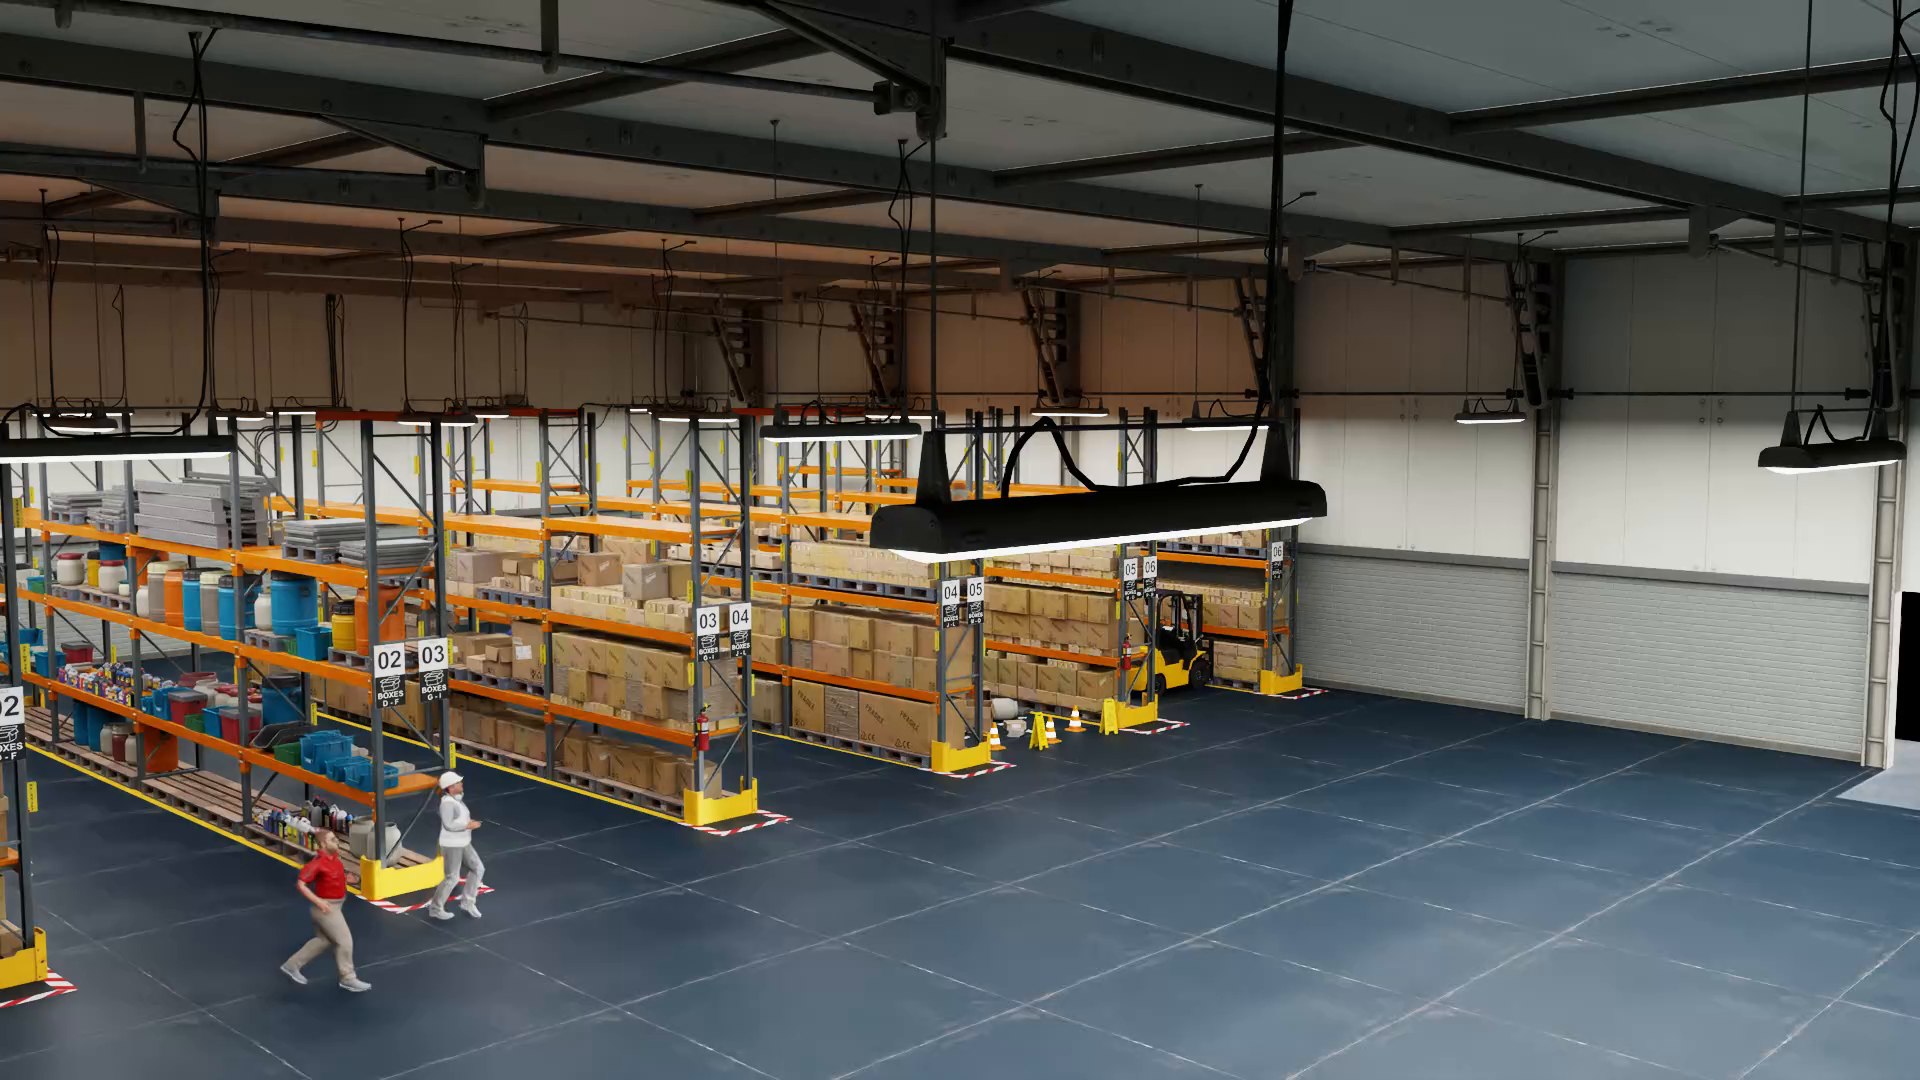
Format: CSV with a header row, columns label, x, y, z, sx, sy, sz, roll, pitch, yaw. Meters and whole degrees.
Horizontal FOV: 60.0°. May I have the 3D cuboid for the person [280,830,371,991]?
label,x,y,z,sx,sy,sz,roll,pitch,yaw
person,-6.726,3.922,17.585,0.911,1.742,0.646,-1,5,-14

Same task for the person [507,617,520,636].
label,x,y,z,sx,sy,sz,roll,pitch,yaw
person,-9.180,2.435,34.686,0.583,1.665,0.918,-4,7,-41

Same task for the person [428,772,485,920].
label,x,y,z,sx,sy,sz,roll,pitch,yaw
person,-6.050,3.682,19.979,0.651,1.816,0.661,0,5,-4
